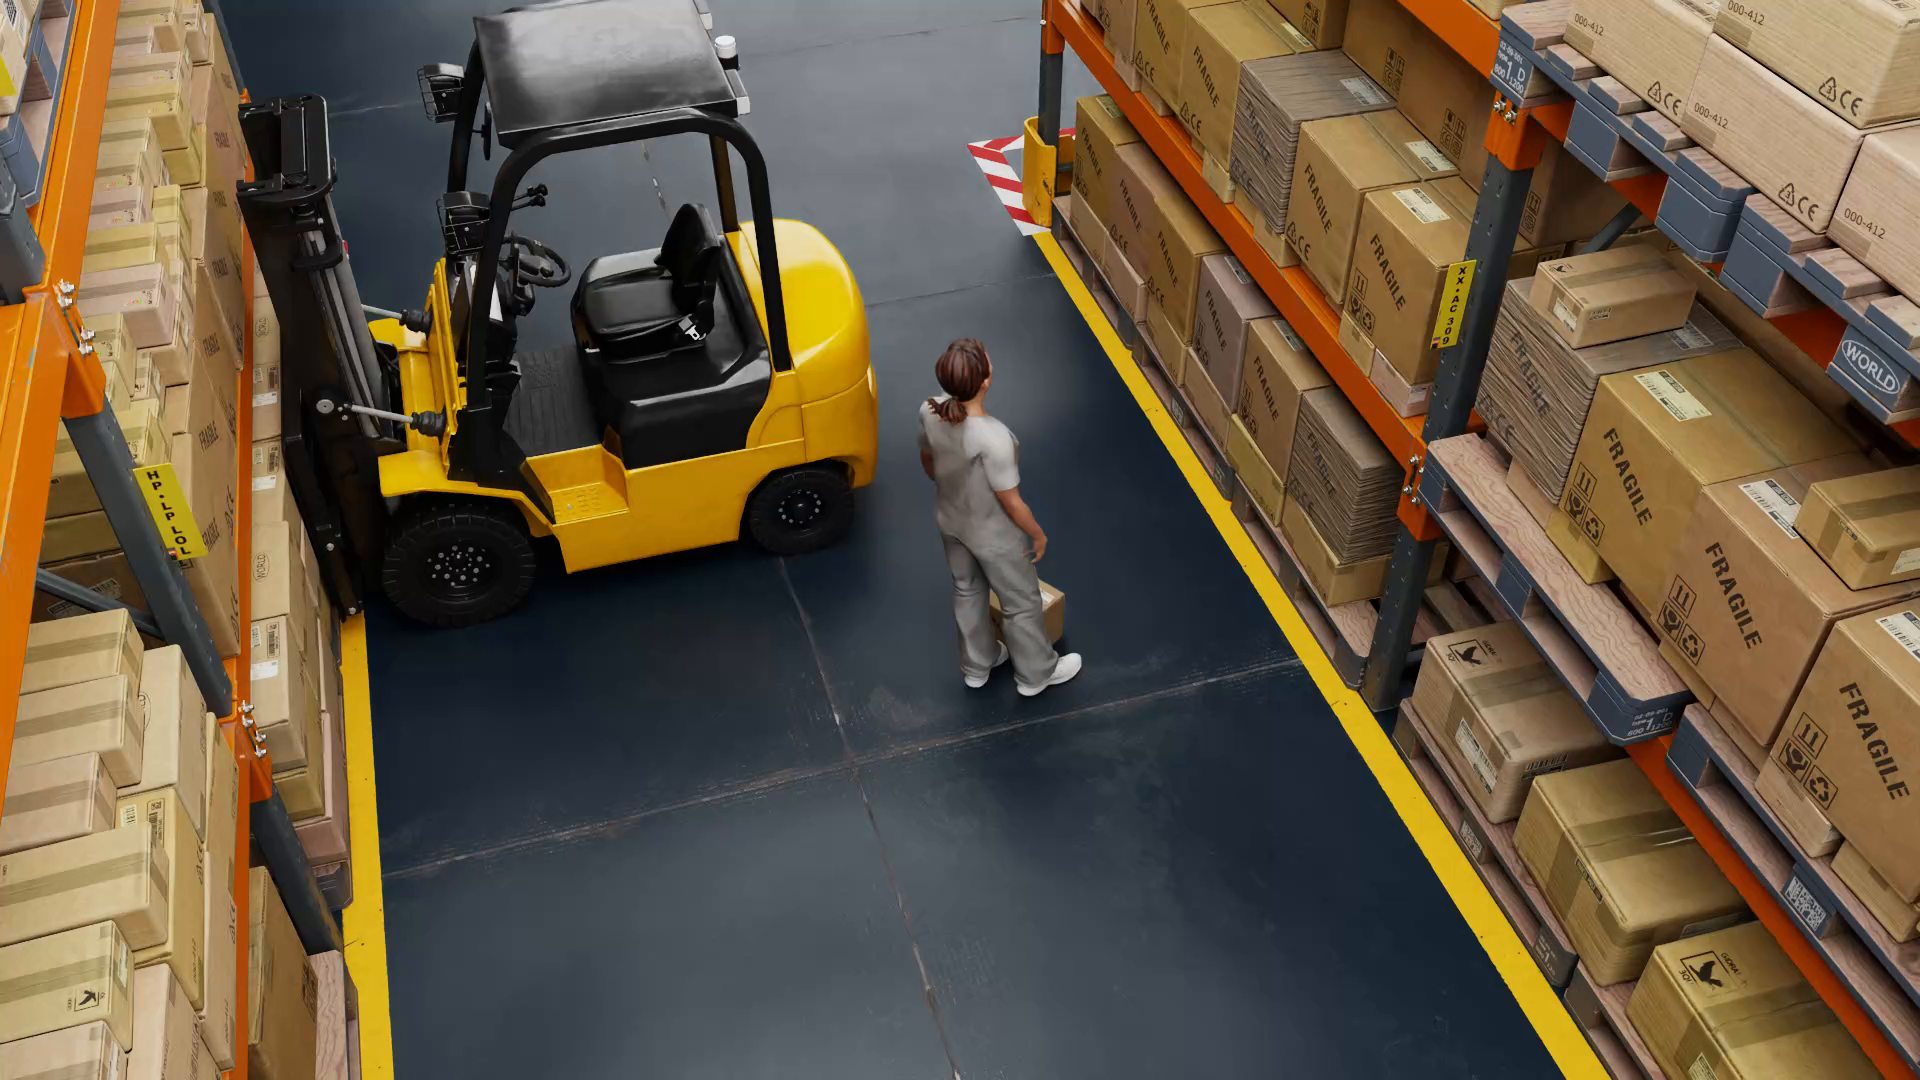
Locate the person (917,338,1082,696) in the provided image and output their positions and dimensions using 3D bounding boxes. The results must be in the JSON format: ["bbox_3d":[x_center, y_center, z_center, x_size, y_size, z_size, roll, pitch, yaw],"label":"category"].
[{"bbox_3d":[0.132,-0.088,6.245,0.549,1.674,0.548,33,52,31],"label":"person"}]
